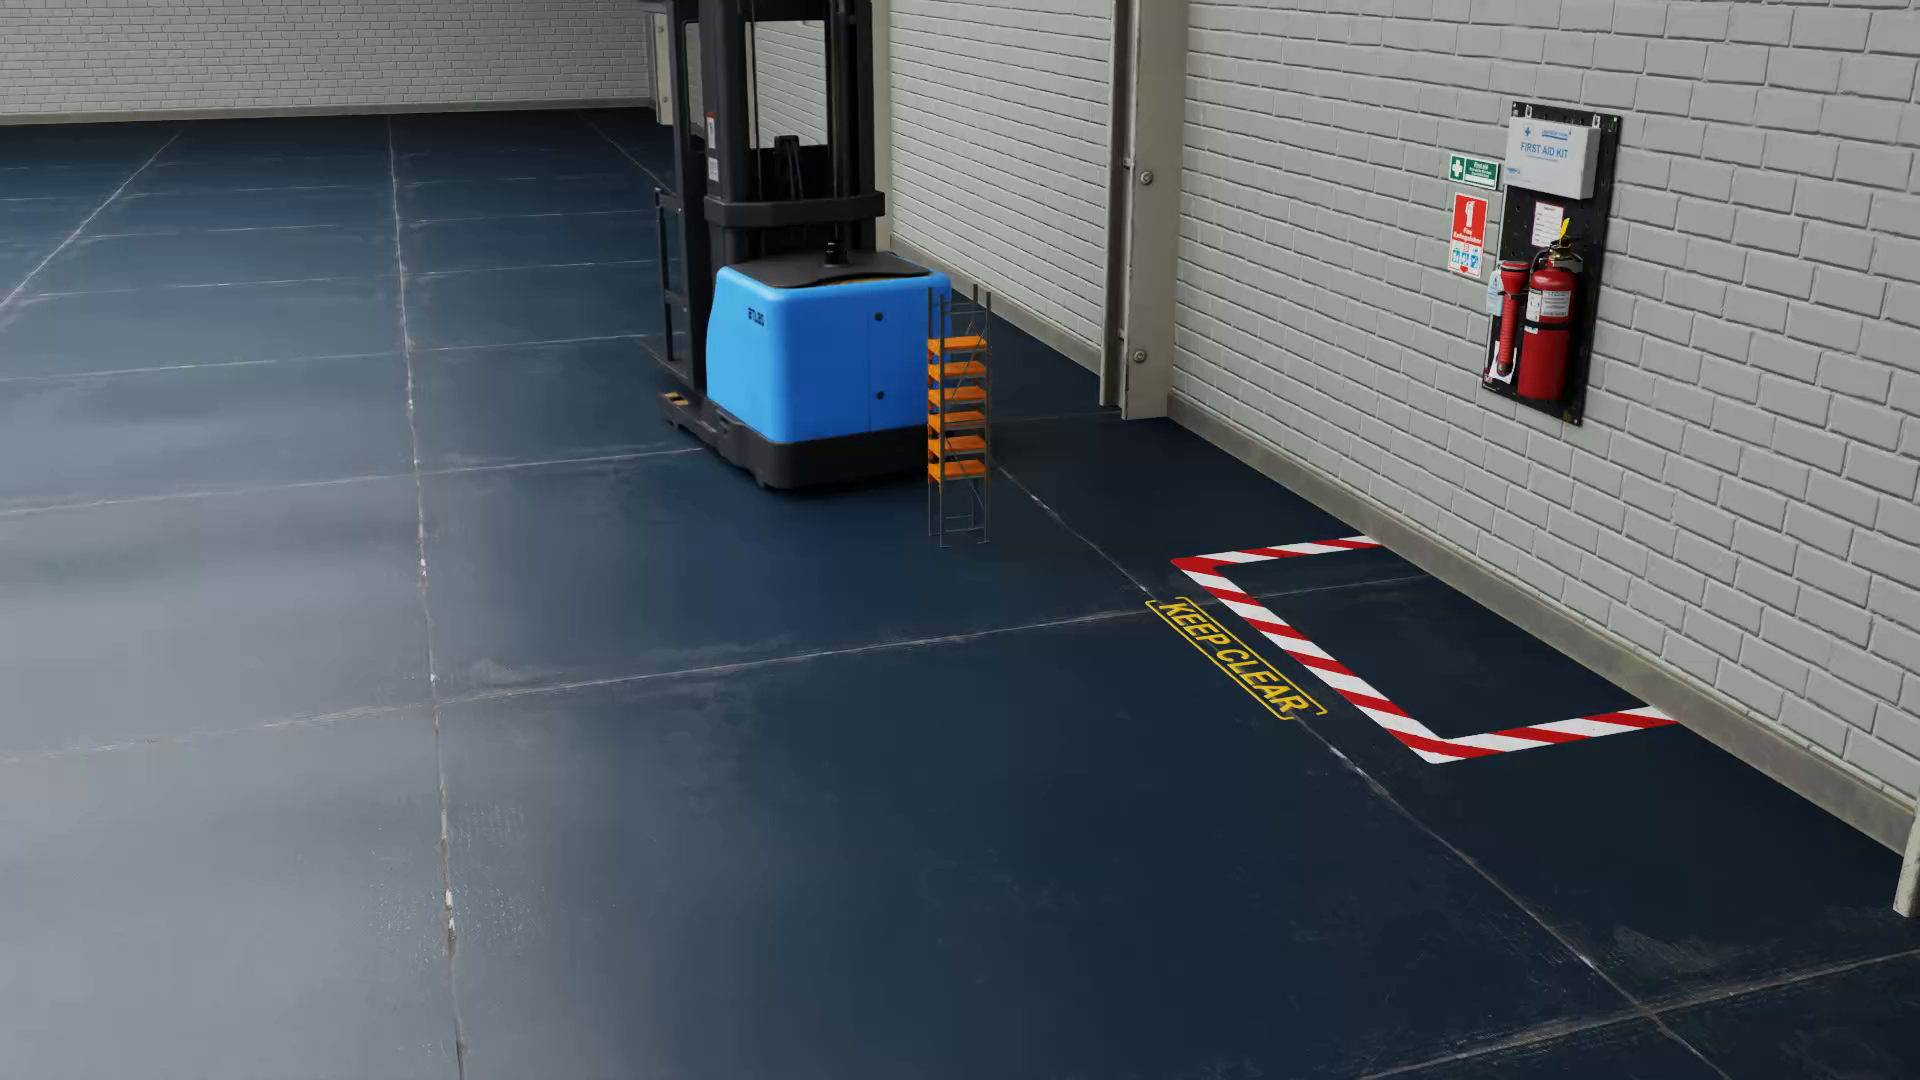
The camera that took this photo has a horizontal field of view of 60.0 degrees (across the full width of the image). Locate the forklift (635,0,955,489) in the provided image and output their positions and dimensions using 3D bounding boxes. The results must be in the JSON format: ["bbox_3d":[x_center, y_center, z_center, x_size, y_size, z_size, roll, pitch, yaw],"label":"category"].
[{"bbox_3d":[-1.150,-2.094,9.411,1.130,2.935,3.031,-10,22,-26],"label":"forklift"}]

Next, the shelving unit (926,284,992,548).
[{"bbox_3d":[-0.005,-0.569,7.727,0.258,1.200,0.189,-6,21,-17],"label":"shelving unit"}]

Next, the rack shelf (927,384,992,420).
[{"bbox_3d":[-0.005,-0.640,7.701,0.258,0.103,0.180,-6,21,-17],"label":"rack shelf"}]

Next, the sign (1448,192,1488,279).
[{"bbox_3d":[2.136,-1.283,6.999,0.001,0.329,0.234,-6,21,-17],"label":"sign"}]

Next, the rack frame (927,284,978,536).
[{"bbox_3d":[-0.033,-0.599,7.808,0.240,1.200,0.006,-6,21,-17],"label":"rack frame"}]

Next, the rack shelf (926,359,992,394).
[{"bbox_3d":[-0.005,-0.753,7.660,0.258,0.103,0.180,-6,21,-17],"label":"rack shelf"}]

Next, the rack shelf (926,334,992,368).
[{"bbox_3d":[-0.005,-0.866,7.620,0.258,0.103,0.180,-6,21,-17],"label":"rack shelf"}]

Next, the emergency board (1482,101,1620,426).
[{"bbox_3d":[2.212,-1.078,6.480,0.194,1.169,0.643,-6,21,-17],"label":"emergency board"}]

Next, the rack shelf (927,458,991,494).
[{"bbox_3d":[-0.005,-0.302,7.823,0.258,0.103,0.180,-6,21,-17],"label":"rack shelf"}]

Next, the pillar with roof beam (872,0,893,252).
[{"bbox_3d":[-4.906,-6.498,12.695,9.100,9.000,0.400,-6,21,-17],"label":"pillar with roof beam"}]

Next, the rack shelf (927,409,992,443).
[{"bbox_3d":[-0.005,-0.528,7.742,0.258,0.103,0.180,-6,21,-17],"label":"rack shelf"}]

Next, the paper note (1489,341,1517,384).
[{"bbox_3d":[2.222,-0.728,6.808,0.016,0.148,0.142,-6,21,-17],"label":"paper note"}]

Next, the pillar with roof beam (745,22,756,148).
[{"bbox_3d":[-6.792,-8.423,18.055,9.100,9.000,0.400,-6,21,-17],"label":"pillar with roof beam"}]

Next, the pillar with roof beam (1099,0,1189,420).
[{"bbox_3d":[-3.020,-4.572,7.334,9.100,9.000,0.400,-6,21,-17],"label":"pillar with roof beam"}]

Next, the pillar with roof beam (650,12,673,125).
[{"bbox_3d":[-8.678,-10.349,23.416,9.100,9.000,0.400,-6,21,-17],"label":"pillar with roof beam"}]

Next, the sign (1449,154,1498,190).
[{"bbox_3d":[2.129,-1.530,6.902,0.001,0.109,0.331,-6,21,-17],"label":"sign"}]

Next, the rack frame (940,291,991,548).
[{"bbox_3d":[0.024,-0.540,7.645,0.240,1.200,0.006,-6,21,-17],"label":"rack frame"}]

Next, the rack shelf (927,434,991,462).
[{"bbox_3d":[-0.005,-0.415,7.782,0.258,0.103,0.180,-6,21,-17],"label":"rack shelf"}]
